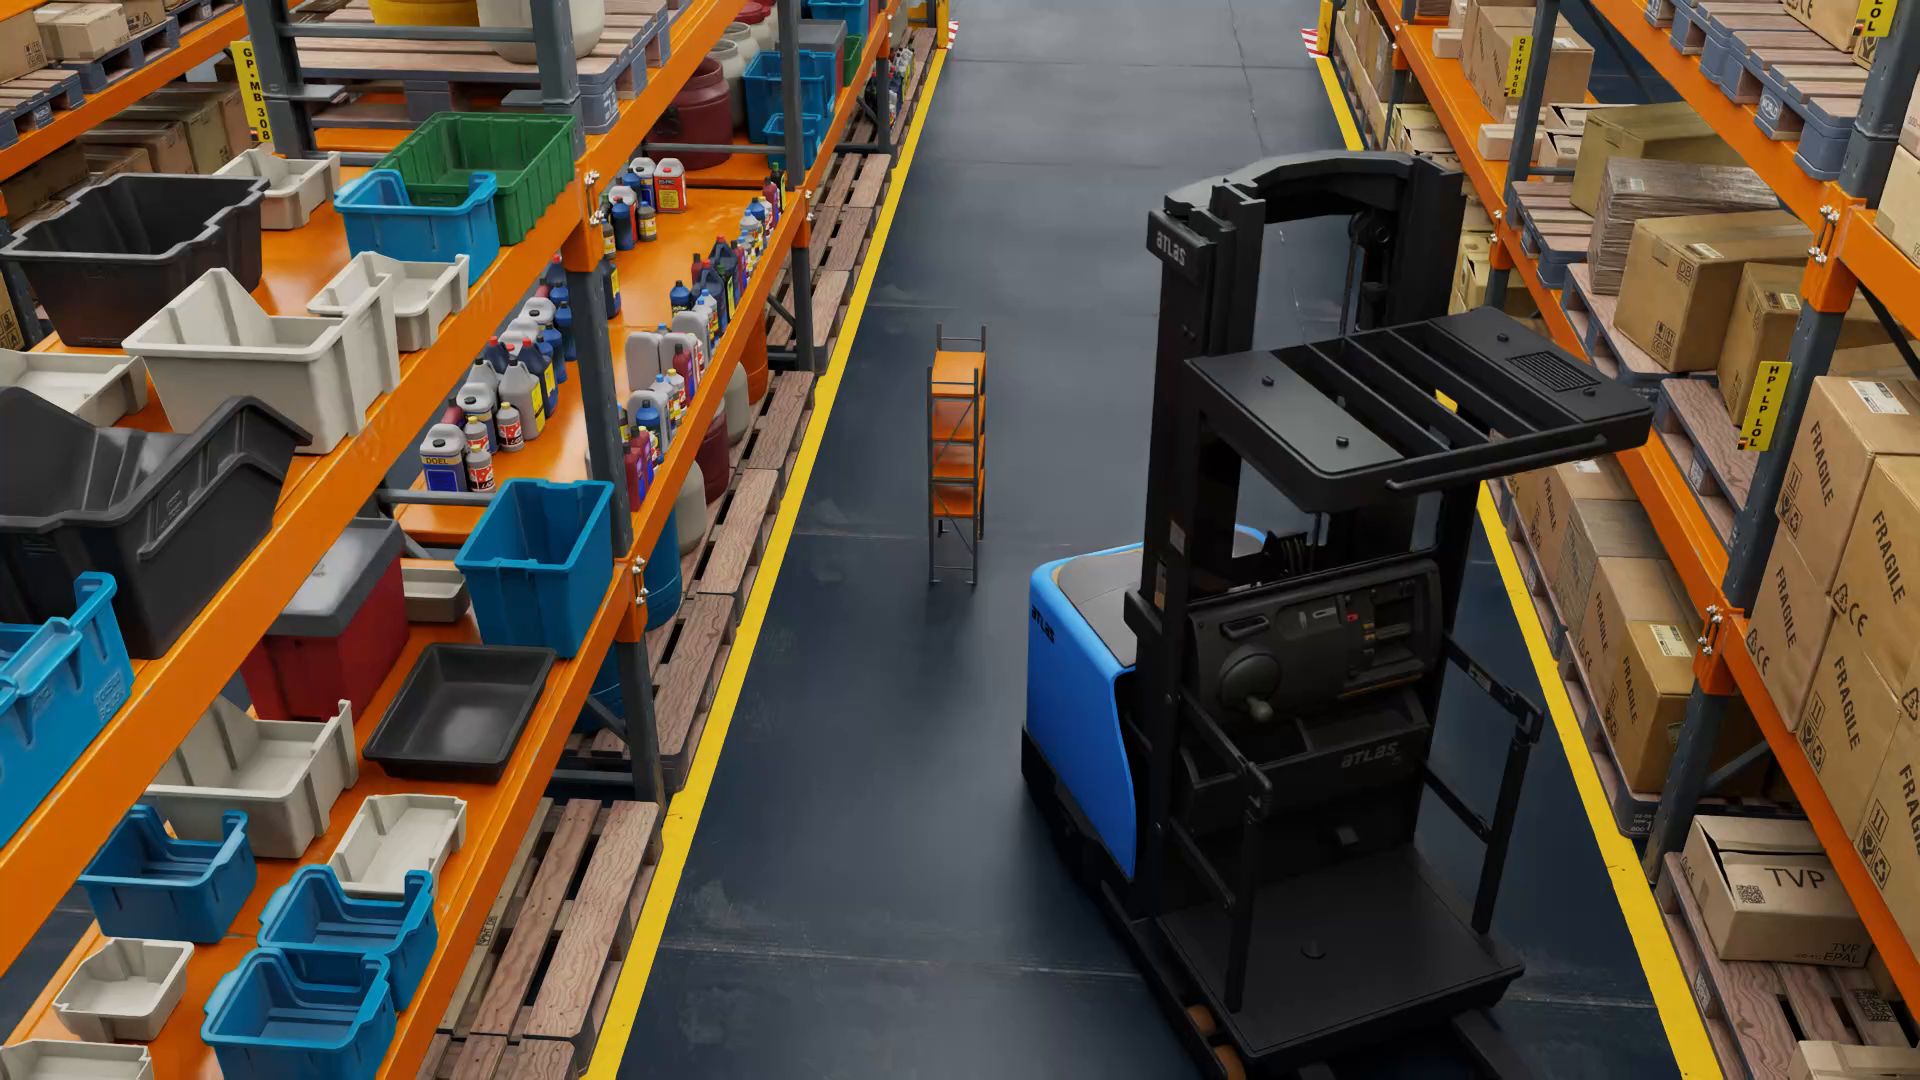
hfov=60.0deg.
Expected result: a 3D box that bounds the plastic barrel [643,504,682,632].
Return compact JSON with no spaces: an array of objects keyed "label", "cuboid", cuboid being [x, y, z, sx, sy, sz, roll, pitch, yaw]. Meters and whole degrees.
[{"label":"plastic barrel","cuboid":[-1.604,-0.079,7.619,0.600,0.901,0.708,2,32,4]}]

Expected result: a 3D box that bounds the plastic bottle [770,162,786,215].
[{"label":"plastic bottle","cuboid":[-1.005,-1.951,9.169,0.061,0.283,0.133,2,32,4]}]

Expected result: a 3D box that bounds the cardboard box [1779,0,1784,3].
[{"label":"cardboard box","cuboid":[3.434,-2.424,6.375,0.600,0.600,0.600,1,32,2]}]

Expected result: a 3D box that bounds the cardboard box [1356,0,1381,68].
[{"label":"cardboard box","cuboid":[3.801,-4.473,14.655,0.500,0.500,0.500,2,32,4]}]

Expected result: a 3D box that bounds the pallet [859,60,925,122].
[{"label":"pallet","cuboid":[-0.878,-4.124,15.241,1.003,0.211,1.213,2,32,4]}]

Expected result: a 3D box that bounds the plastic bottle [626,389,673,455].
[{"label":"plastic bottle","cuboid":[-1.275,-0.504,6.826,0.152,0.276,0.135,2,32,4]}]

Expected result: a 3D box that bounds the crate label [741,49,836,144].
[{"label":"crate label","cuboid":[-1.046,-2.754,10.326,0.502,0.435,0.616,2,32,4]}]

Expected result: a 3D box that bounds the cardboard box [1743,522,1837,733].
[{"label":"cardboard box","cuboid":[2.901,0.287,5.331,0.500,0.500,0.500,3,32,5]}]

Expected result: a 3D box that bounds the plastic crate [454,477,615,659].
[{"label":"plastic crate","cuboid":[-1.421,0.101,5.686,0.392,0.384,0.575,2,32,4]}]

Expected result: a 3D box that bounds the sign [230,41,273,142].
[{"label":"sign","cuboid":[-2.271,-1.445,5.367,0.100,0.325,0.005,2,32,4]}]

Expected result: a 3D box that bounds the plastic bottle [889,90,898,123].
[{"label":"plastic bottle","cuboid":[-0.609,-3.668,14.020,0.152,0.276,0.135,4,32,6]}]

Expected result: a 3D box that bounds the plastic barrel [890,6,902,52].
[{"label":"plastic barrel","cuboid":[-0.764,-4.924,15.852,0.421,0.512,0.421,0,32,0]}]

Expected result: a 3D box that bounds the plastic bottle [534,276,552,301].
[{"label":"plastic bottle","cuboid":[-1.939,-1.079,7.753,0.061,0.283,0.133,2,32,4]}]

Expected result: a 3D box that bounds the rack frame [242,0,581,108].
[{"label":"rack frame","cuboid":[-1.723,-2.693,4.543,1.000,3.000,0.127,2,32,4]}]

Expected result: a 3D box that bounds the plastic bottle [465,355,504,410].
[{"label":"plastic bottle","cuboid":[-1.974,-0.613,6.932,0.144,0.351,0.185,2,32,4]}]

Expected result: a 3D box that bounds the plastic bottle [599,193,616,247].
[{"label":"plastic bottle","cuboid":[-1.848,-1.659,8.694,0.061,0.283,0.133,2,32,4]}]

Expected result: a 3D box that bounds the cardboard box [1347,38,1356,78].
[{"label":"cardboard box","cuboid":[3.848,-4.415,15.275,0.500,0.250,0.500,2,32,4]}]

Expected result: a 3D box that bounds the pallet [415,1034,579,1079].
[{"label":"pallet","cuboid":[-1.840,2.074,5.184,1.003,0.211,1.213,2,32,4]}]

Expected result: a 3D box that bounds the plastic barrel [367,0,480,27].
[{"label":"plastic barrel","cuboid":[-1.850,-2.161,5.959,0.600,0.588,0.600,0,32,0]}]

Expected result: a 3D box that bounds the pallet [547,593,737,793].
[{"label":"pallet","cuboid":[-1.618,0.646,7.500,1.003,0.211,1.213,2,32,4]}]

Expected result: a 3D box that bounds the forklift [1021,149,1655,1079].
[{"label":"forklift","cuboid":[1.268,0.392,5.321,1.130,2.935,3.031,-12,33,-18]}]

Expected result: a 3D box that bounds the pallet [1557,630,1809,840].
[{"label":"pallet","cuboid":[3.243,0.835,7.195,1.003,0.211,1.213,2,32,4]}]

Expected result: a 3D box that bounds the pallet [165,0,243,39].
[{"label":"pallet","cuboid":[-6.215,-4.059,12.660,1.003,0.211,1.213,2,32,4]}]

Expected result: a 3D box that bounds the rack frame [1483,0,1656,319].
[{"label":"rack frame","cuboid":[3.540,-2.017,9.164,1.000,3.000,0.127,2,32,4]}]

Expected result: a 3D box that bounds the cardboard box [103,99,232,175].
[{"label":"cardboard box","cuboid":[-6.137,-3.088,12.866,0.700,0.500,0.500,2,32,4]}]

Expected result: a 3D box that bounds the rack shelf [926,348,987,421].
[{"label":"rack shelf","cuboid":[-0.013,-0.759,8.089,0.258,0.148,0.480,2,32,4]}]

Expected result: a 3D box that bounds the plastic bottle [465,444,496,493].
[{"label":"plastic bottle","cuboid":[-1.887,-0.279,6.533,0.097,0.201,0.097,0,32,0]}]

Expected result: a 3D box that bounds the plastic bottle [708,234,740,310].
[{"label":"plastic bottle","cuboid":[-1.152,-1.301,8.049,0.144,0.351,0.185,2,32,4]}]

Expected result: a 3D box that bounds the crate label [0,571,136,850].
[{"label":"crate label","cuboid":[-1.651,0.270,2.735,0.408,0.251,0.502,2,32,4]}]

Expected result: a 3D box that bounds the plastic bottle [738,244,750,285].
[{"label":"plastic bottle","cuboid":[-1.106,-1.380,8.320,0.097,0.201,0.097,0,32,0]}]

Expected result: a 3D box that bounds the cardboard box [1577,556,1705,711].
[{"label":"cardboard box","cuboid":[3.017,0.423,7.168,0.500,0.500,0.500,3,32,4]}]

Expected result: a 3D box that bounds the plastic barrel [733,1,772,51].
[{"label":"plastic barrel","cuboid":[-1.463,-3.280,11.083,0.433,0.535,0.433,0,32,0]}]

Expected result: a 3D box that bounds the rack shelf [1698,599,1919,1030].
[{"label":"rack shelf","cuboid":[3.051,1.426,4.262,1.077,0.370,4.000,2,32,4]}]

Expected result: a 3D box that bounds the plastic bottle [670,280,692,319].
[{"label":"plastic bottle","cuboid":[-1.302,-1.083,7.771,0.097,0.271,0.097,0,32,0]}]

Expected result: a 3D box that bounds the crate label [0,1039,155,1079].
[{"label":"crate label","cuboid":[-2.126,1.307,3.964,0.396,0.136,0.243,2,32,4]}]

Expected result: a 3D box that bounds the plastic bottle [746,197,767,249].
[{"label":"plastic bottle","cuboid":[-1.067,-1.664,8.714,0.097,0.271,0.097,0,32,0]}]

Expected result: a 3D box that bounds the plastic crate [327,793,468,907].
[{"label":"plastic crate","cuboid":[-1.565,0.871,4.672,0.293,0.136,0.466,2,32,4]}]

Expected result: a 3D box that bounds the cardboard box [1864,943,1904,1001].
[{"label":"cardboard box","cuboid":[3.450,1.261,5.808,0.500,0.500,0.500,2,32,4]}]

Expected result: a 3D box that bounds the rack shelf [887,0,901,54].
[{"label":"rack shelf","cuboid":[-0.908,-5.062,14.791,1.077,0.370,4.000,2,32,4]}]

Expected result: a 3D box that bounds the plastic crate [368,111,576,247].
[{"label":"plastic crate","cuboid":[-1.456,-1.092,5.005,0.450,0.188,0.662,2,32,4]}]

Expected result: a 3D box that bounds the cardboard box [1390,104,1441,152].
[{"label":"cardboard box","cuboid":[3.584,-3.150,12.689,0.500,0.311,0.500,3,32,4]}]

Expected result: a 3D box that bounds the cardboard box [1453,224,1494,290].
[{"label":"cardboard box","cuboid":[3.373,-1.821,10.531,0.500,0.311,0.500,2,32,3]}]

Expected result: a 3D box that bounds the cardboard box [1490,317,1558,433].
[{"label":"cardboard box","cuboid":[3.218,-0.915,9.338,0.500,0.500,0.500,4,32,6]}]

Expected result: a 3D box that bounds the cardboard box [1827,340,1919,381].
[{"label":"cardboard box","cuboid":[3.476,-0.385,6.020,0.700,0.500,0.500,-8,33,-13]}]

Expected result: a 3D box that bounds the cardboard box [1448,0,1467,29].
[{"label":"cardboard box","cuboid":[3.869,-3.786,12.177,0.500,0.250,0.500,4,32,7]}]

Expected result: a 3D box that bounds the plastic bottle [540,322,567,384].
[{"label":"plastic bottle","cuboid":[-1.805,-0.834,7.367,0.097,0.271,0.097,0,32,0]}]

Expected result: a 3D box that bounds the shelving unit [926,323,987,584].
[{"label":"shelving unit","cuboid":[-0.013,-0.424,8.295,0.258,1.200,0.503,2,32,4]}]

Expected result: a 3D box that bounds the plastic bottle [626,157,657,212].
[{"label":"plastic bottle","cuboid":[-1.754,-1.966,9.199,0.152,0.276,0.135,2,32,4]}]

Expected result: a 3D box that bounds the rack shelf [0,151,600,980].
[{"label":"rack shelf","cuboid":[-1.885,-0.064,3.822,1.077,0.370,4.000,2,32,4]}]

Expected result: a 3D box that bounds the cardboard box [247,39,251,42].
[{"label":"cardboard box","cuboid":[-5.896,-4.156,14.617,0.500,0.500,0.500,13,34,19]}]

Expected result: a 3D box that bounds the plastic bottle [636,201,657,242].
[{"label":"plastic bottle","cuboid":[-1.666,-1.696,8.833,0.097,0.201,0.097,0,32,0]}]

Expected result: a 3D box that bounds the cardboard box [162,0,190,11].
[{"label":"cardboard box","cuboid":[-6.212,-4.559,12.316,1.000,1.000,1.000,3,32,4]}]

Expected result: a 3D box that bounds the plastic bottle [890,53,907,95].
[{"label":"plastic bottle","cuboid":[-0.542,-4.107,14.661,0.144,0.351,0.185,2,32,4]}]

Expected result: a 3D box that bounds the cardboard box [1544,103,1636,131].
[{"label":"cardboard box","cuboid":[3.806,-2.439,9.933,0.500,0.311,0.500,2,32,3]}]

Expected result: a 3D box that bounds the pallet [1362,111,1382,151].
[{"label":"pallet","cuboid":[3.972,-3.336,13.962,1.003,0.211,1.213,2,32,4]}]

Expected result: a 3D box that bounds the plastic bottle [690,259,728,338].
[{"label":"plastic bottle","cuboid":[-1.178,-1.135,7.779,0.144,0.351,0.185,2,32,4]}]

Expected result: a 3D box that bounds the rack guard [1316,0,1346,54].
[{"label":"rack guard","cuboid":[4.193,-5.149,16.629,1.175,0.500,0.348,2,32,4]}]
